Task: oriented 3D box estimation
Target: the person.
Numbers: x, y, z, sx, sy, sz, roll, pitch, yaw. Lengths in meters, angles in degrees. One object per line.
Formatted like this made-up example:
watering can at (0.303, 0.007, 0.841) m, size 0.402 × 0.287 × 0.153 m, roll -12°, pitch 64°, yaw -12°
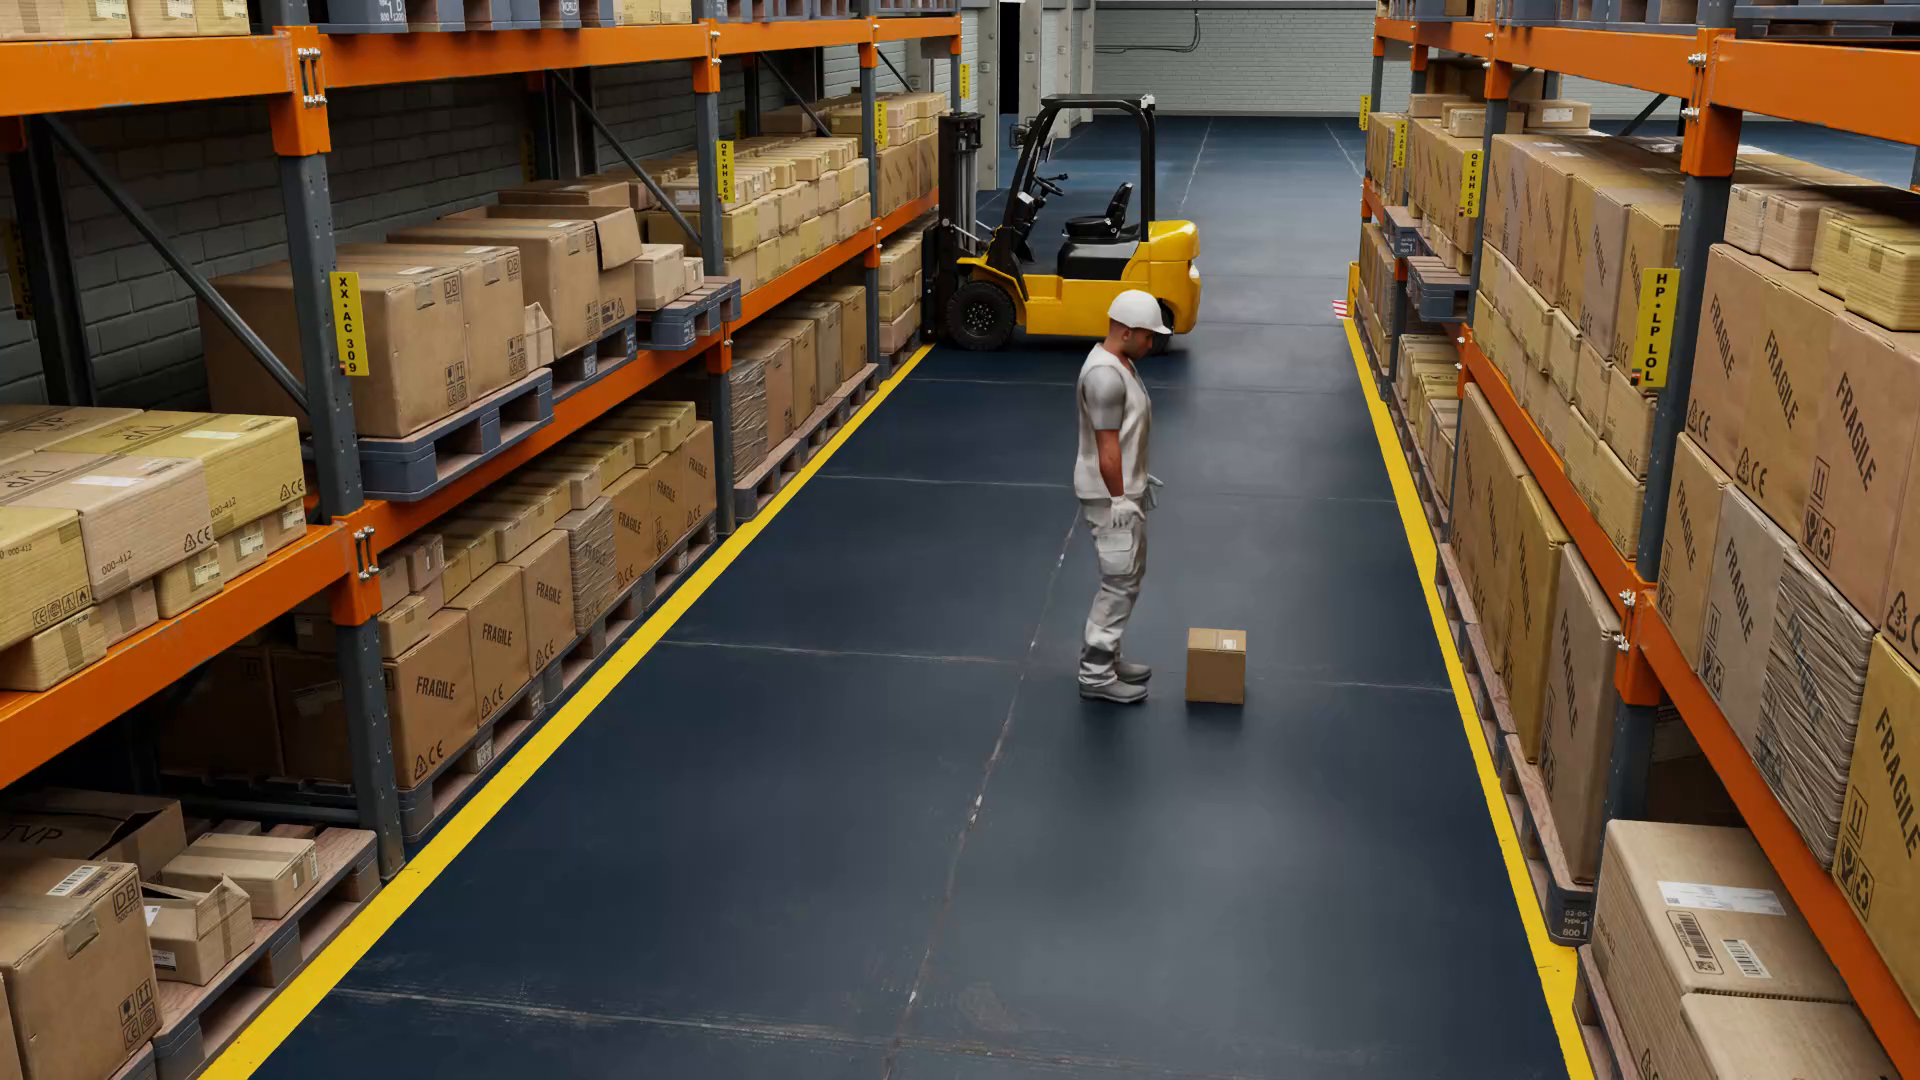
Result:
person at (0.688, -0.194, 7.160) m, size 0.388 × 1.769 × 0.533 m, roll 3°, pitch 18°, yaw 10°
